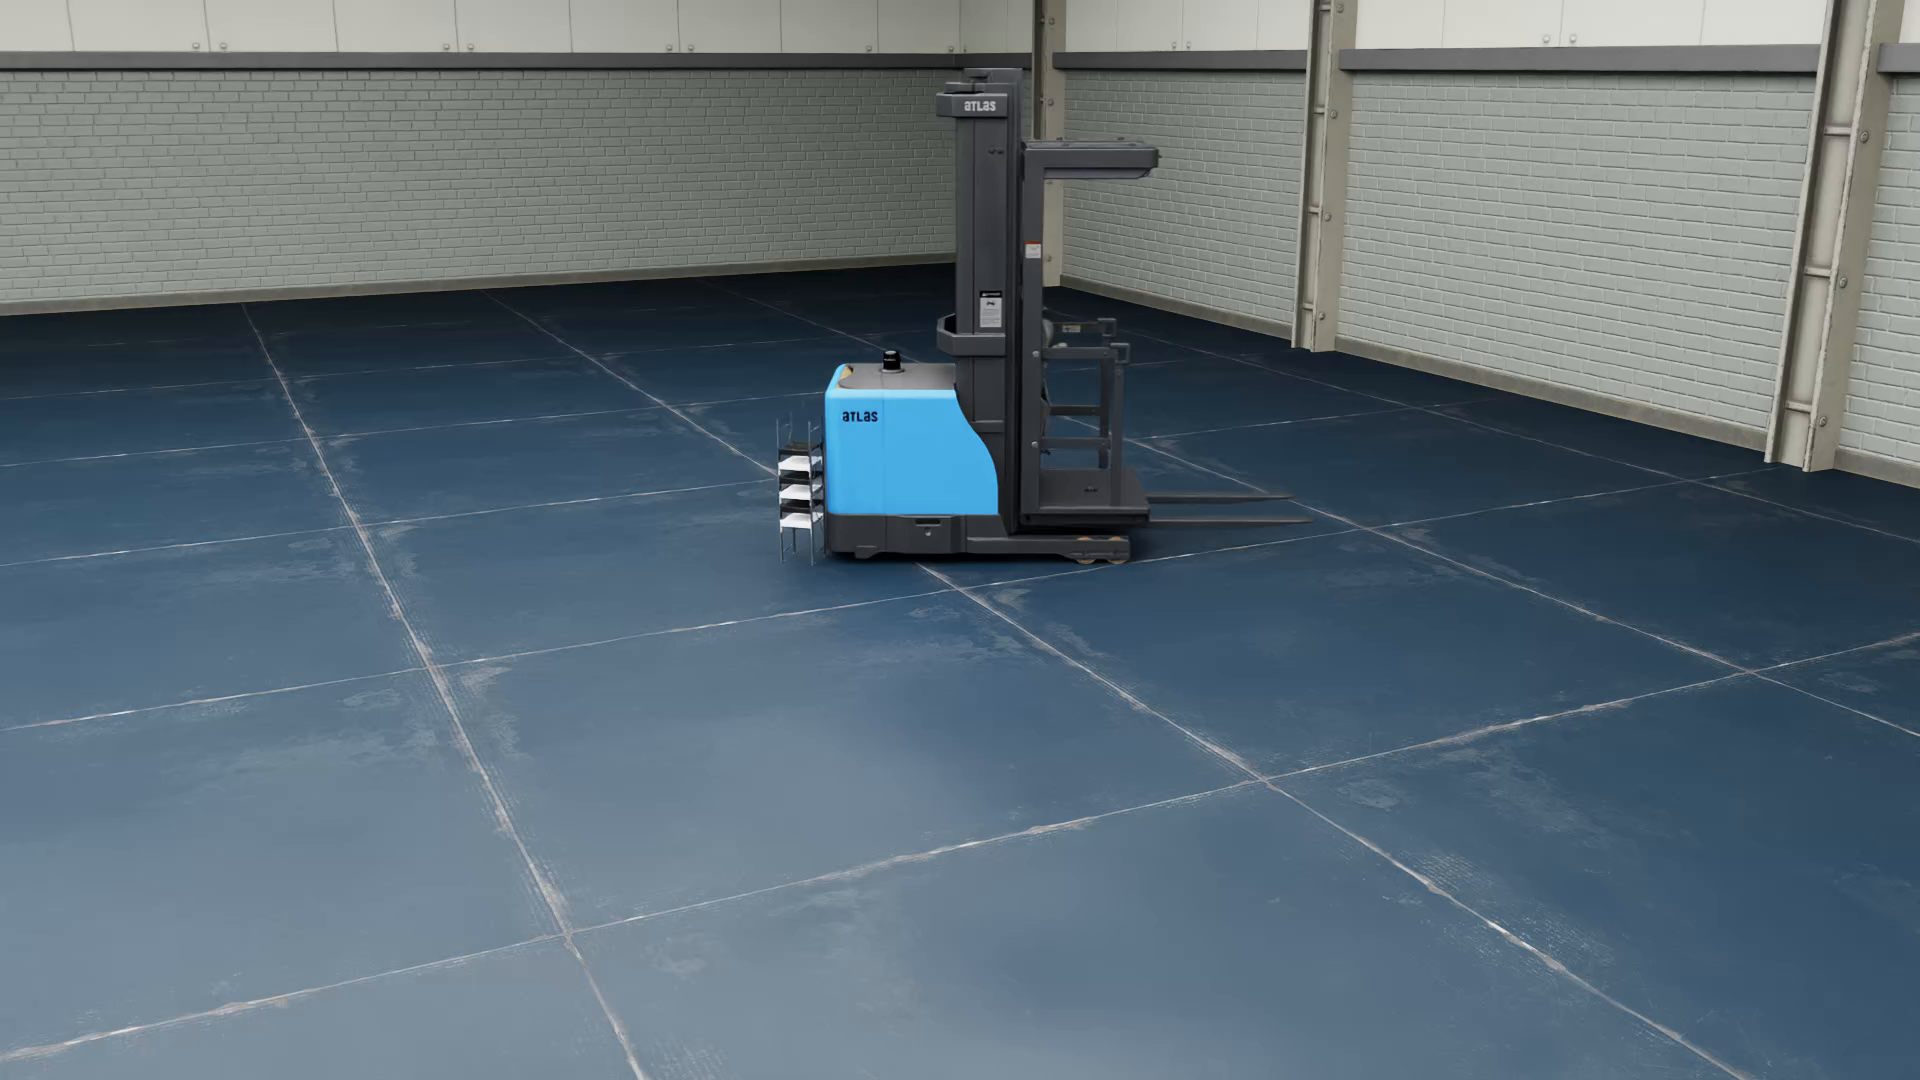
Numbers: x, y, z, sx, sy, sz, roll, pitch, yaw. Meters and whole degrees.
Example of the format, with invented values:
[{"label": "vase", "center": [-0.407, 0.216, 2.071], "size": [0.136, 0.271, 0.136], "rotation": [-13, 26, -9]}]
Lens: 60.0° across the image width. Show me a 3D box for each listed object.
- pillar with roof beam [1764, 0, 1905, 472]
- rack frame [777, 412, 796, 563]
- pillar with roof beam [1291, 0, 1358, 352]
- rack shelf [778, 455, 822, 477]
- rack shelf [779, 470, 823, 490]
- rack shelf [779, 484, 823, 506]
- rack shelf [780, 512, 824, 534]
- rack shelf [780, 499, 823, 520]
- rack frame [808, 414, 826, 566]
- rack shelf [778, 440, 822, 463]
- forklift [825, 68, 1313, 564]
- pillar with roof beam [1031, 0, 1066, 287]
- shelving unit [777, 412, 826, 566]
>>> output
[{"label": "pillar with roof beam", "center": [2.577, -4.385, 9.717], "size": [9.100, 9.000, 0.400], "rotation": [-8, 18, -25]}, {"label": "rack frame", "center": [-1.069, -0.322, 10.242], "size": [0.006, 0.900, 0.240], "rotation": [4, 17, 15]}, {"label": "pillar with roof beam", "center": [-0.052, -5.873, 14.902], "size": [9.100, 9.000, 0.400], "rotation": [-8, 18, -25]}, {"label": "rack shelf", "center": [-0.971, -0.456, 10.176], "size": [0.200, 0.077, 0.258], "rotation": [4, 17, 15]}, {"label": "rack shelf", "center": [-0.971, -0.369, 10.200], "size": [0.200, 0.077, 0.258], "rotation": [4, 17, 15]}, {"label": "rack shelf", "center": [-0.971, -0.283, 10.225], "size": [0.200, 0.077, 0.258], "rotation": [4, 17, 15]}, {"label": "rack shelf", "center": [-0.971, -0.110, 10.275], "size": [0.200, 0.077, 0.258], "rotation": [4, 17, 15]}, {"label": "rack shelf", "center": [-0.971, -0.196, 10.250], "size": [0.200, 0.077, 0.258], "rotation": [4, 17, 15]}, {"label": "rack frame", "center": [-0.873, -0.307, 10.190], "size": [0.006, 0.900, 0.240], "rotation": [4, 17, 15]}, {"label": "rack shelf", "center": [-0.971, -0.542, 10.151], "size": [0.200, 0.077, 0.258], "rotation": [4, 17, 15]}, {"label": "forklift", "center": [0.689, -1.406, 10.338], "size": [3.031, 2.935, 1.130], "rotation": [0, 16, 0]}, {"label": "pillar with roof beam", "center": [-2.680, -7.361, 20.086], "size": [9.100, 9.000, 0.400], "rotation": [-8, 18, -25]}, {"label": "shelving unit", "center": [-0.971, -0.315, 10.216], "size": [0.210, 0.900, 0.258], "rotation": [4, 17, 15]}]
